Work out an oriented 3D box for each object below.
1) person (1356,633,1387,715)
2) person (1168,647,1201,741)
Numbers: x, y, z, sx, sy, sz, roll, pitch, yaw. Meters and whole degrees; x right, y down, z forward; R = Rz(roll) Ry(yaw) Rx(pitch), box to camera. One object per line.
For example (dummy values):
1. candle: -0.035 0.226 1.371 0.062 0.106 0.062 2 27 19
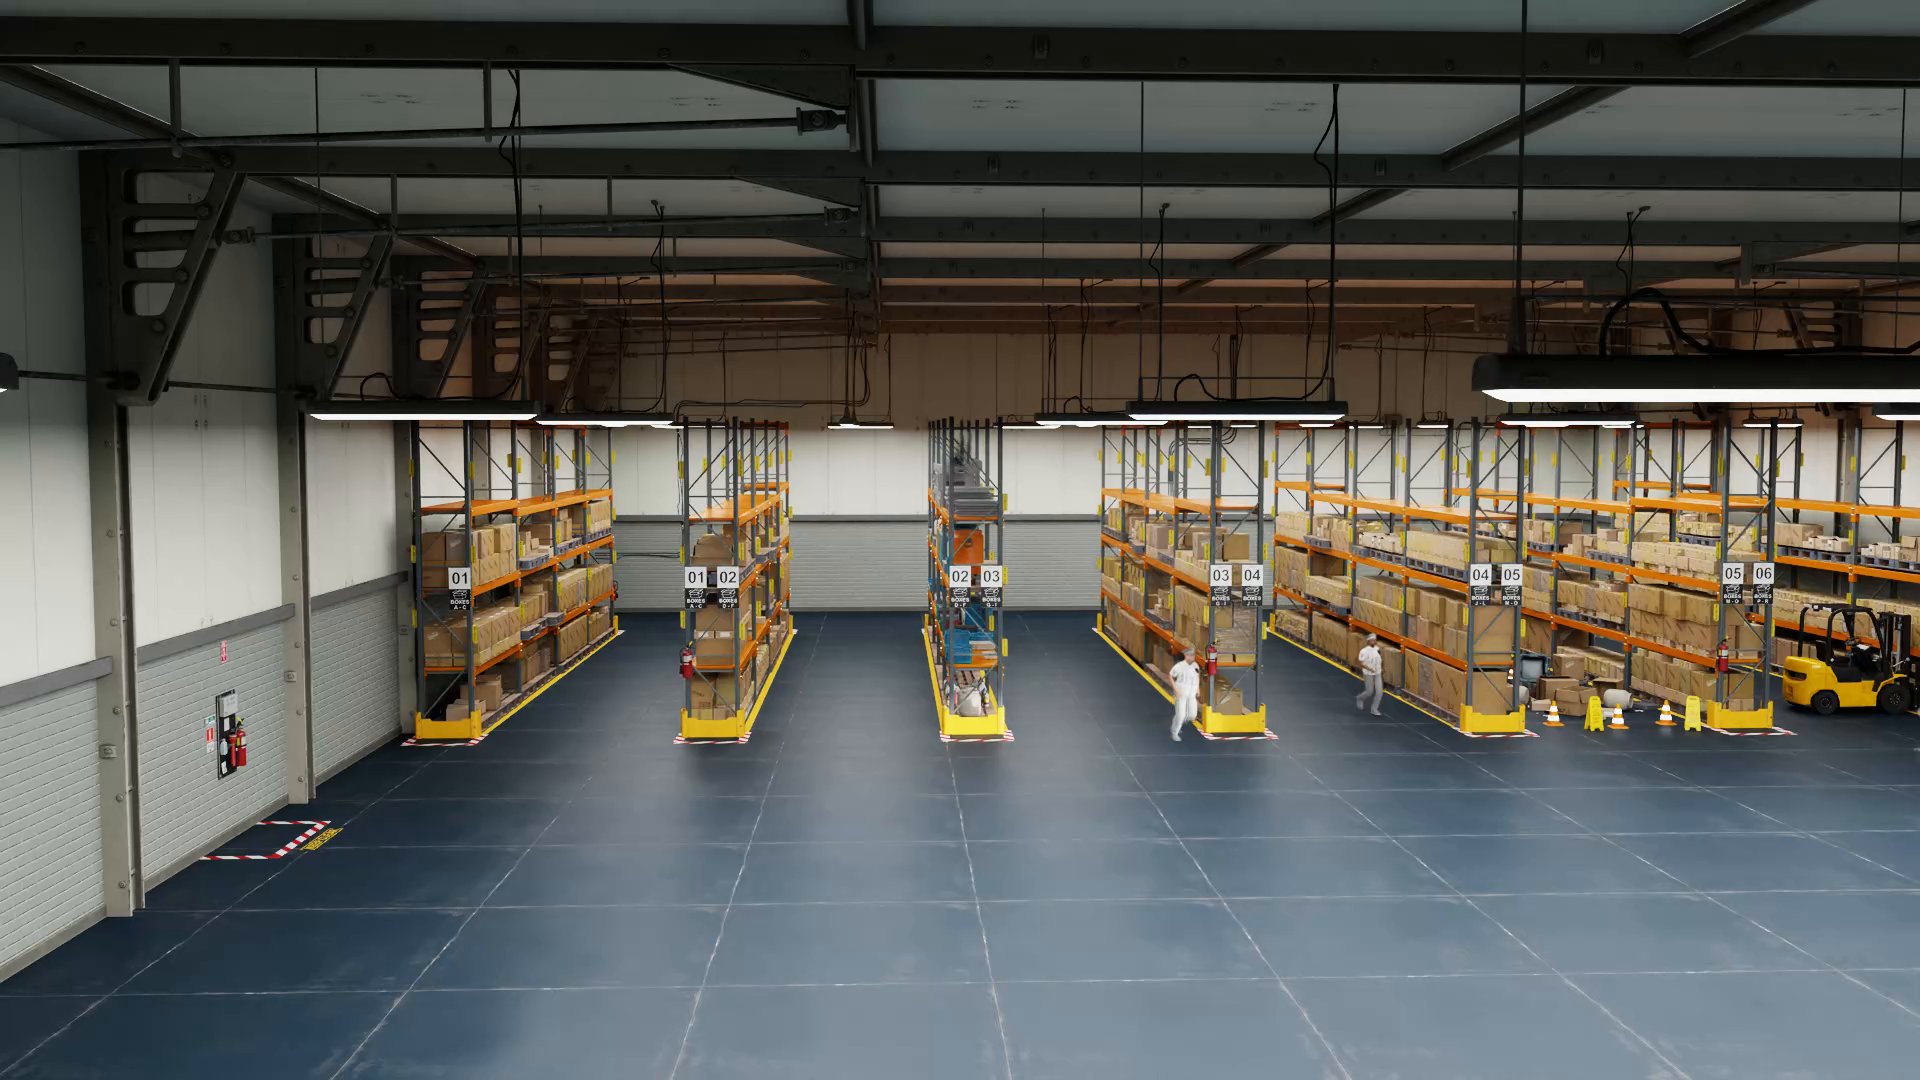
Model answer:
1. person: 8.332 2.696 33.686 0.577 1.651 0.621 -1 4 -22
2. person: 4.208 2.858 30.986 0.711 1.708 0.553 -2 4 -25
